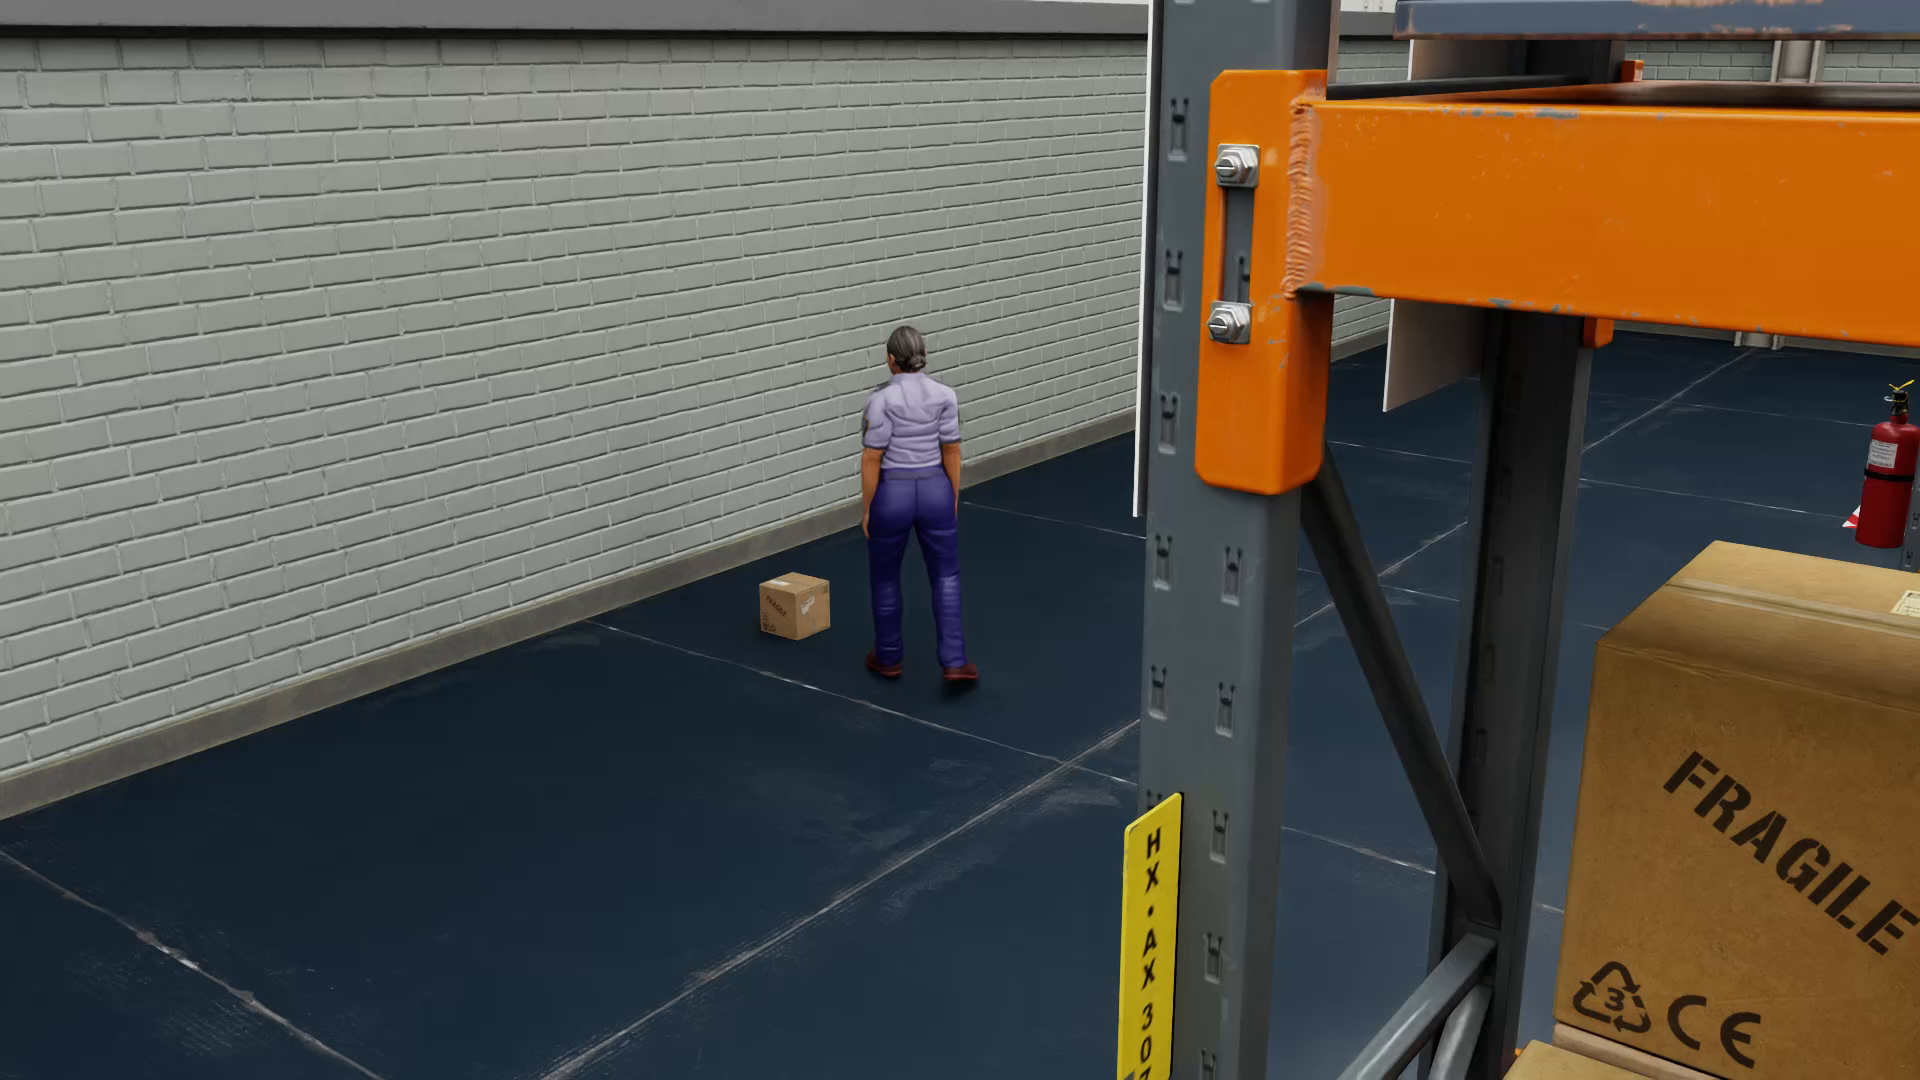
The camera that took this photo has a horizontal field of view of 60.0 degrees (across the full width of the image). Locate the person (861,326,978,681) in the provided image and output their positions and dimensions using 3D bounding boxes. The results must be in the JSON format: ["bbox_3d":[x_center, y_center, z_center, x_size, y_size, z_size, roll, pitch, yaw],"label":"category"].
[{"bbox_3d":[-0.199,-0.149,7.534,0.521,1.647,0.614,-5,17,-17],"label":"person"}]
